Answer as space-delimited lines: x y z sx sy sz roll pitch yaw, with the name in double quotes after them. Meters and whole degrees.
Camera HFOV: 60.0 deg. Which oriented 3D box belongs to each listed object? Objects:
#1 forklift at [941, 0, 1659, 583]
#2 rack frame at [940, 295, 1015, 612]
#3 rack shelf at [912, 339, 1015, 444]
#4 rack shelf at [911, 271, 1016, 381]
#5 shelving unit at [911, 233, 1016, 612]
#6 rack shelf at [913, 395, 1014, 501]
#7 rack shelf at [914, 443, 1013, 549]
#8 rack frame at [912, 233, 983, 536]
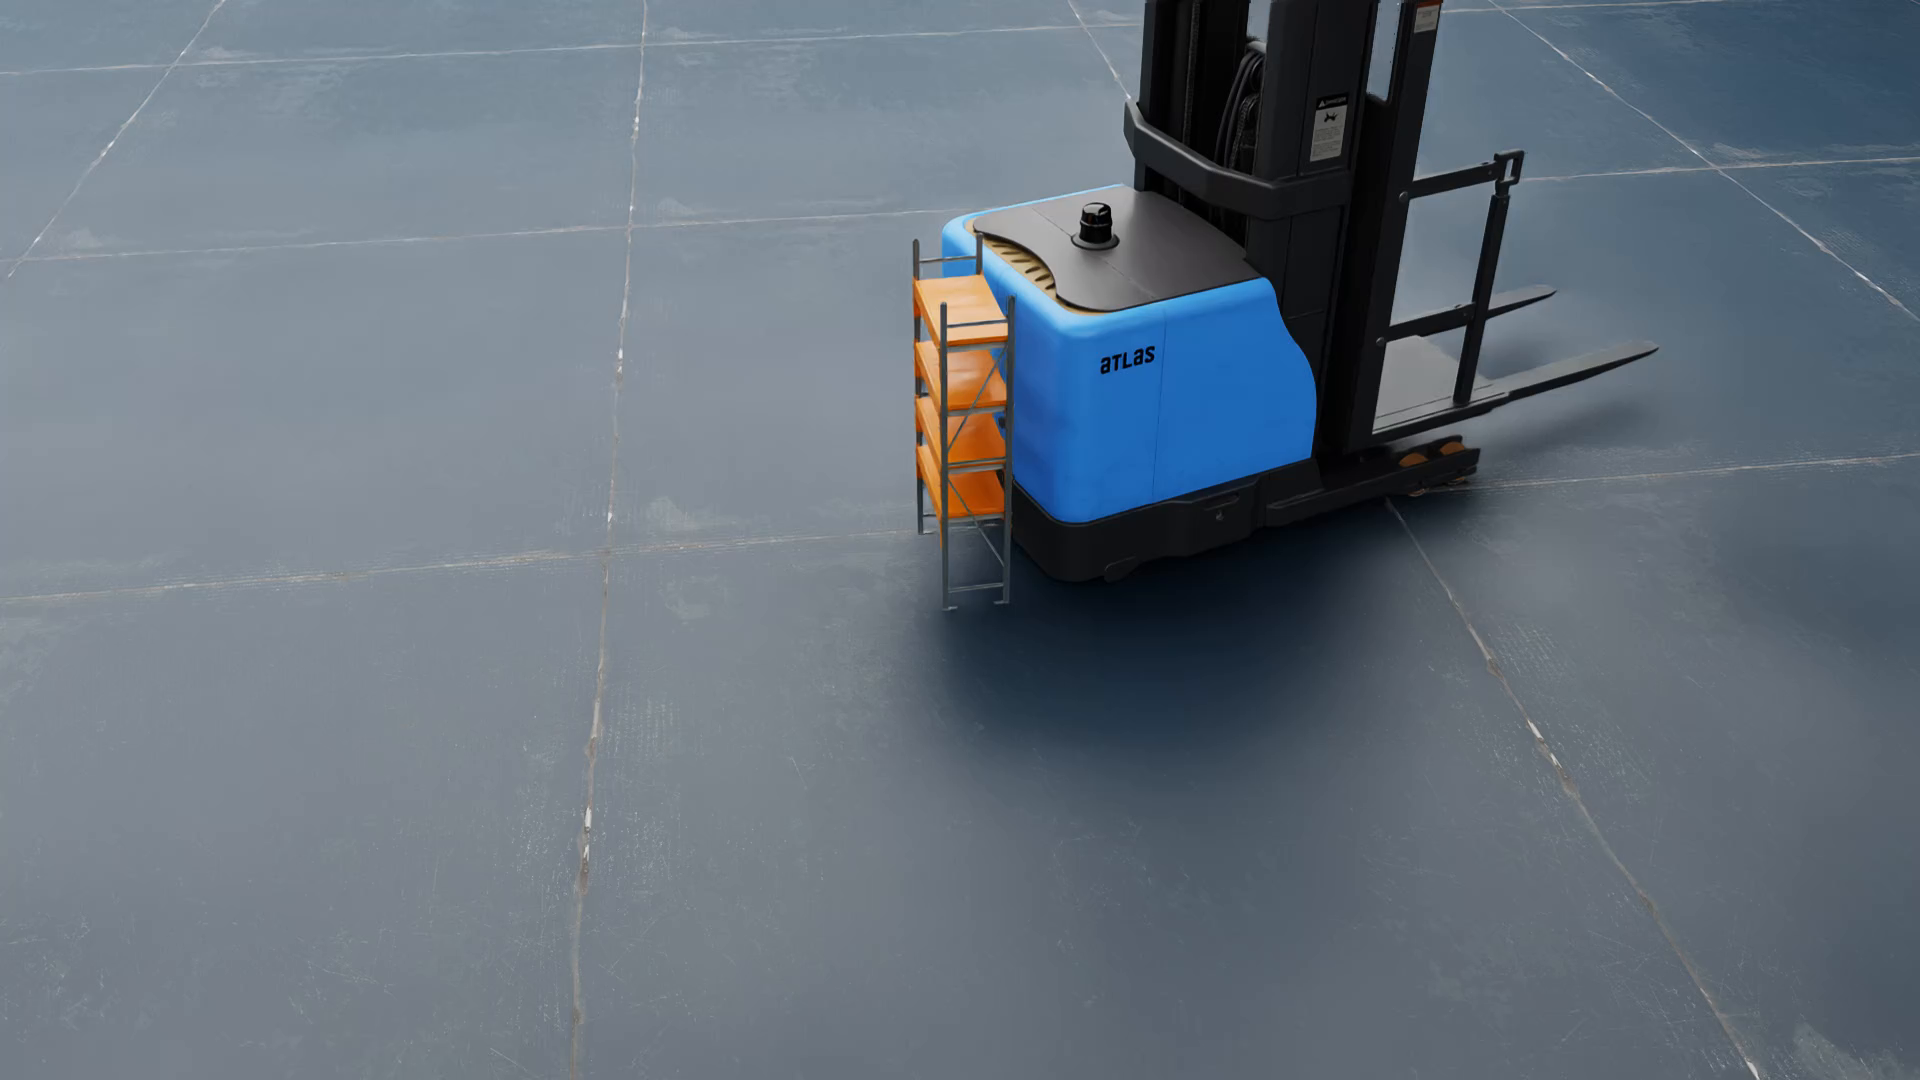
1.470 -1.630 6.039 3.031 2.935 1.130 -16 37 -22 "forklift"
0.056 -0.260 5.566 0.240 1.200 0.015 -7 35 -10 "rack frame"
0.007 -0.524 5.675 0.258 0.148 0.480 -7 35 -10 "rack shelf"
0.007 -0.719 5.542 0.258 0.148 0.480 -7 35 -10 "rack shelf"
0.007 -0.395 5.764 0.258 1.200 0.503 -7 35 -10 "shelving unit"
0.007 -0.339 5.801 0.258 0.148 0.480 -7 35 -10 "rack shelf"
0.007 -0.175 5.913 0.258 0.148 0.480 -7 35 -10 "rack shelf"
-0.042 -0.529 5.961 0.240 1.200 0.015 -7 35 -10 "rack frame"
